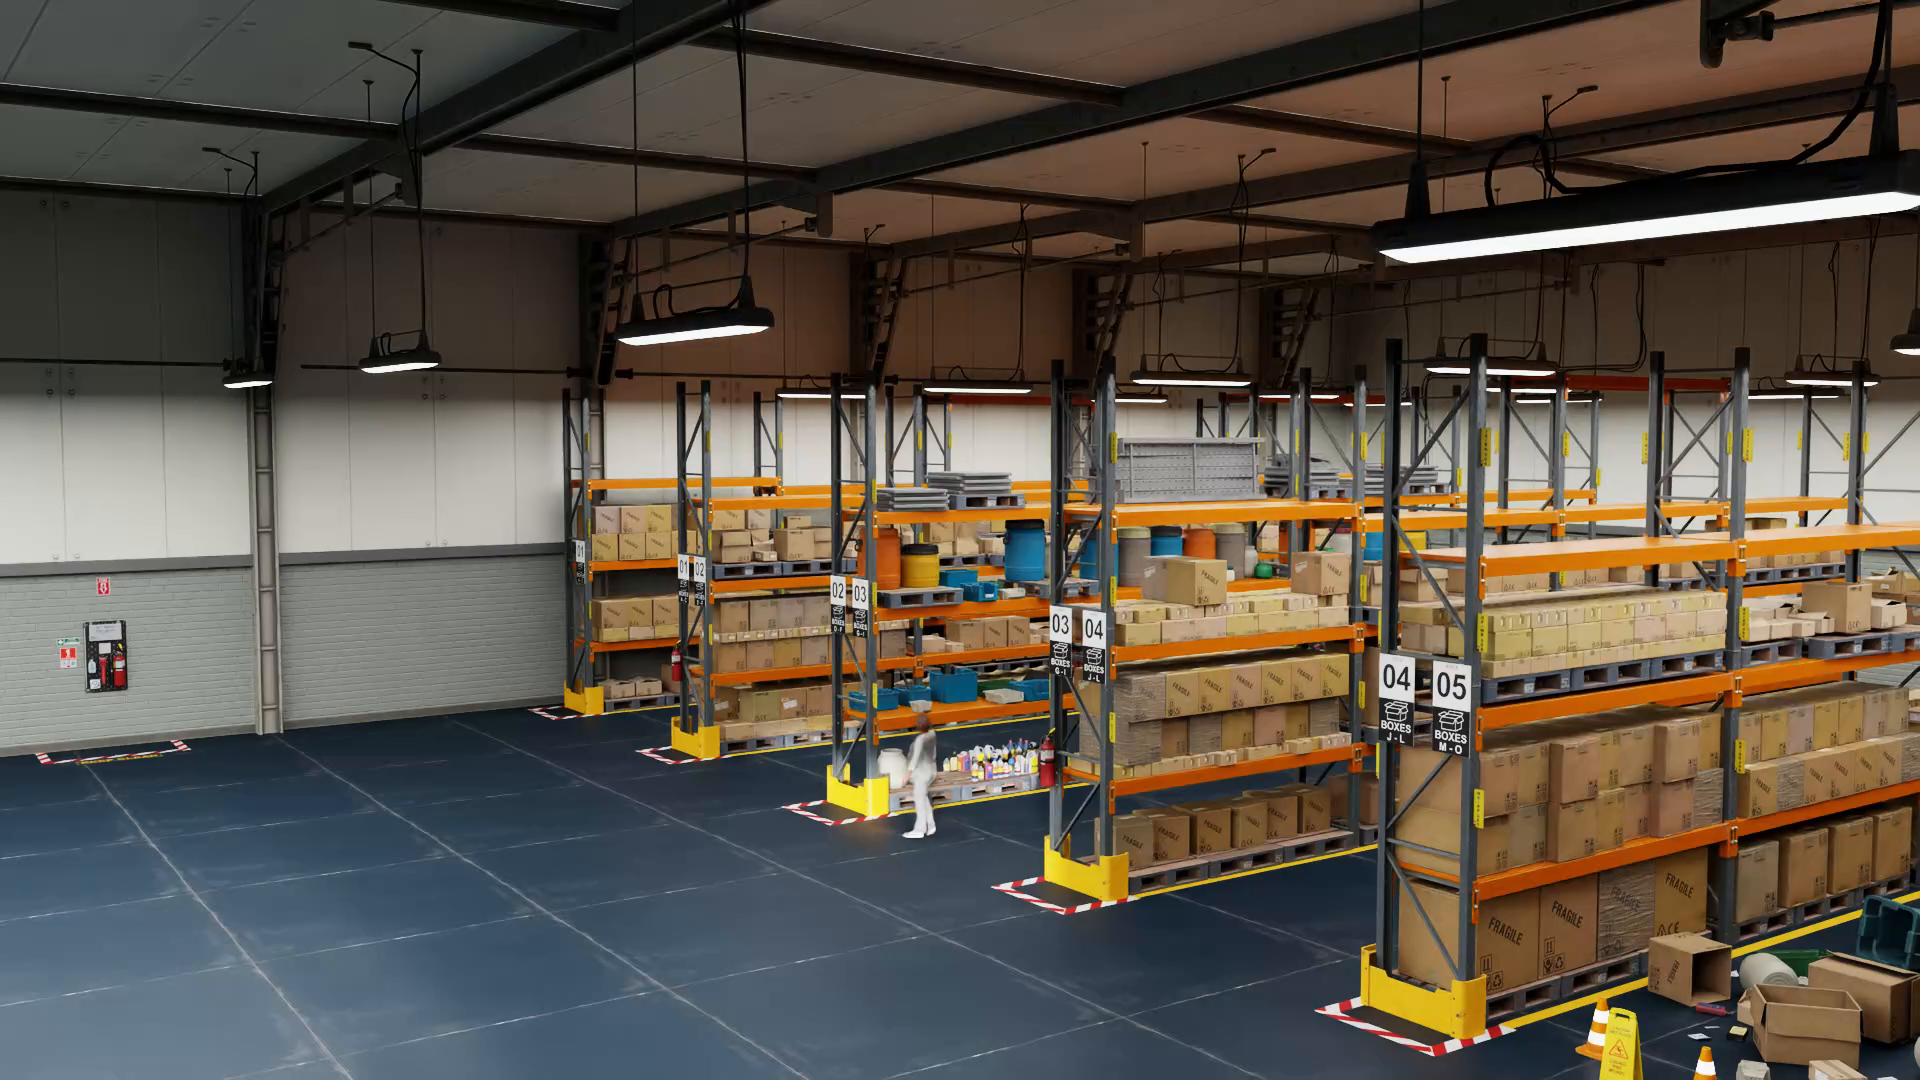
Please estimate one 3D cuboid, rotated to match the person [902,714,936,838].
[{"bbox_3d":[-0.507,3.015,21.251,0.383,1.624,0.513,1,4,19],"label":"person"}]
